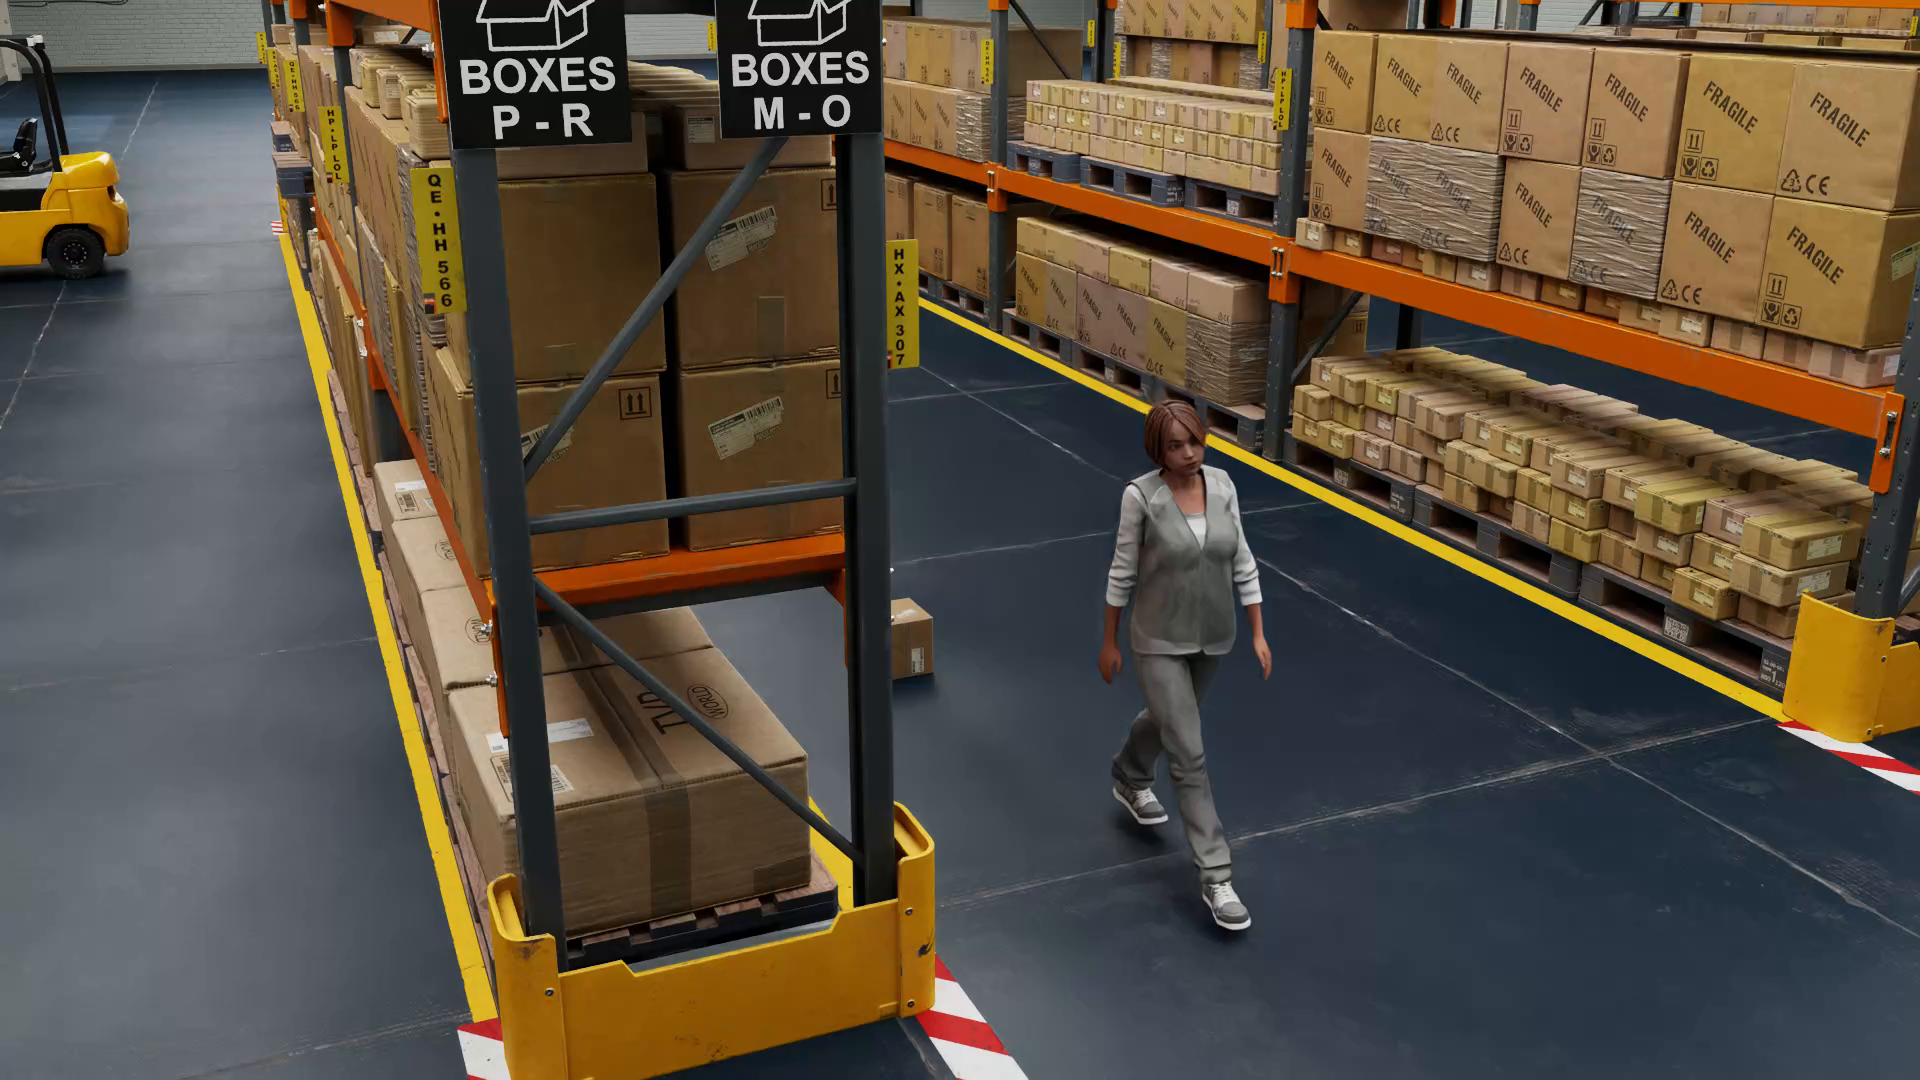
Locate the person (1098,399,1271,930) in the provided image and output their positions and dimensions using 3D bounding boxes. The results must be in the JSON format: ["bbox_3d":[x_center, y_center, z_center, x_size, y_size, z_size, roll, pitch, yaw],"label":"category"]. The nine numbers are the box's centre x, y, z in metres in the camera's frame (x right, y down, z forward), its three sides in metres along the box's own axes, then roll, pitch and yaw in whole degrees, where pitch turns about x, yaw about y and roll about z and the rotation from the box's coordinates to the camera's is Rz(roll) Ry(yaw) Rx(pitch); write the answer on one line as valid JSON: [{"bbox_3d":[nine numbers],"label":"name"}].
[{"bbox_3d":[0.711,0.320,5.142,0.457,1.532,0.925,-8,21,-23],"label":"person"}]
